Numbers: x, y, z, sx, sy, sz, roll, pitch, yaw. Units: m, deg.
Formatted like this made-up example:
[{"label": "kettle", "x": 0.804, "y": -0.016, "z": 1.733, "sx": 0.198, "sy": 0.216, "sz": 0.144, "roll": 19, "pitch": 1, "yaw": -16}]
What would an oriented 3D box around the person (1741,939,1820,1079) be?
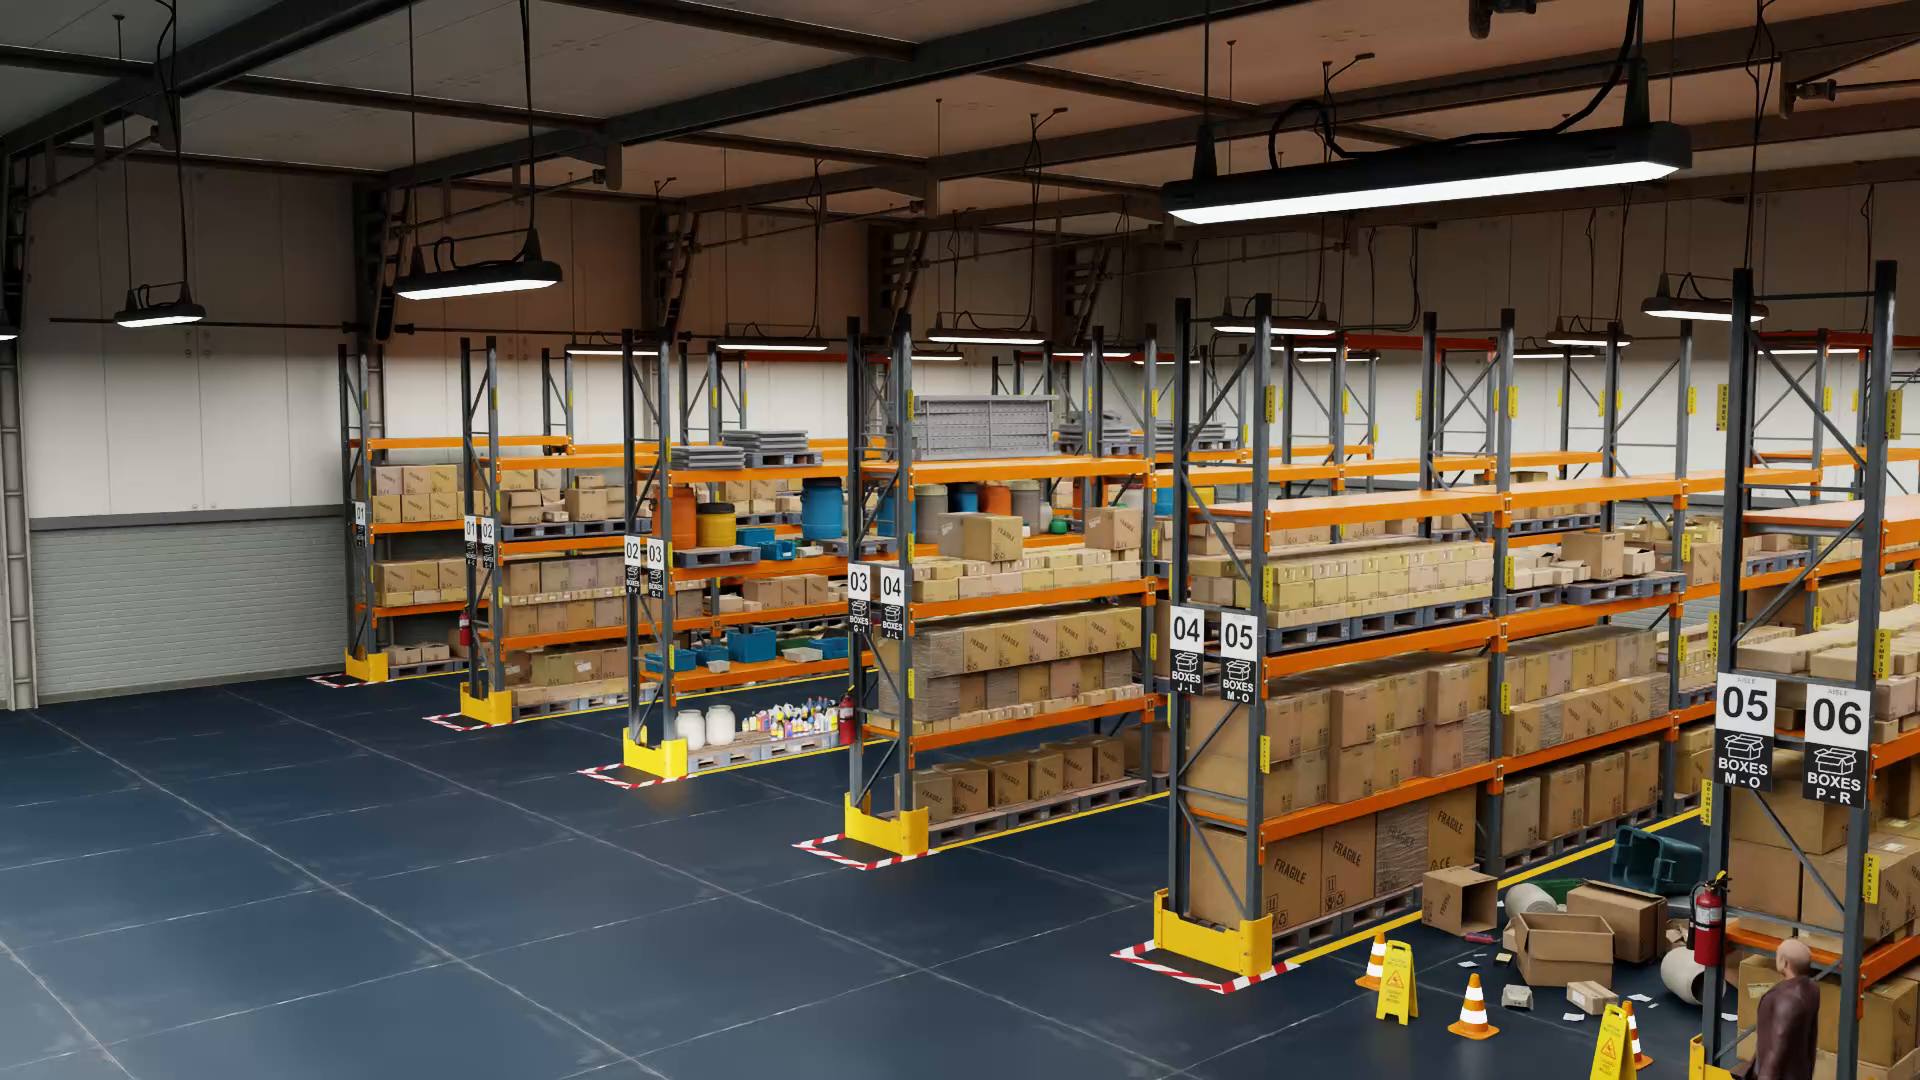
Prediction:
[{"label": "person", "x": 5.156, "y": 3.350, "z": 10.342, "sx": 0.857, "sy": 1.759, "sz": 0.533, "roll": 1, "pitch": 5, "yaw": 11}]
